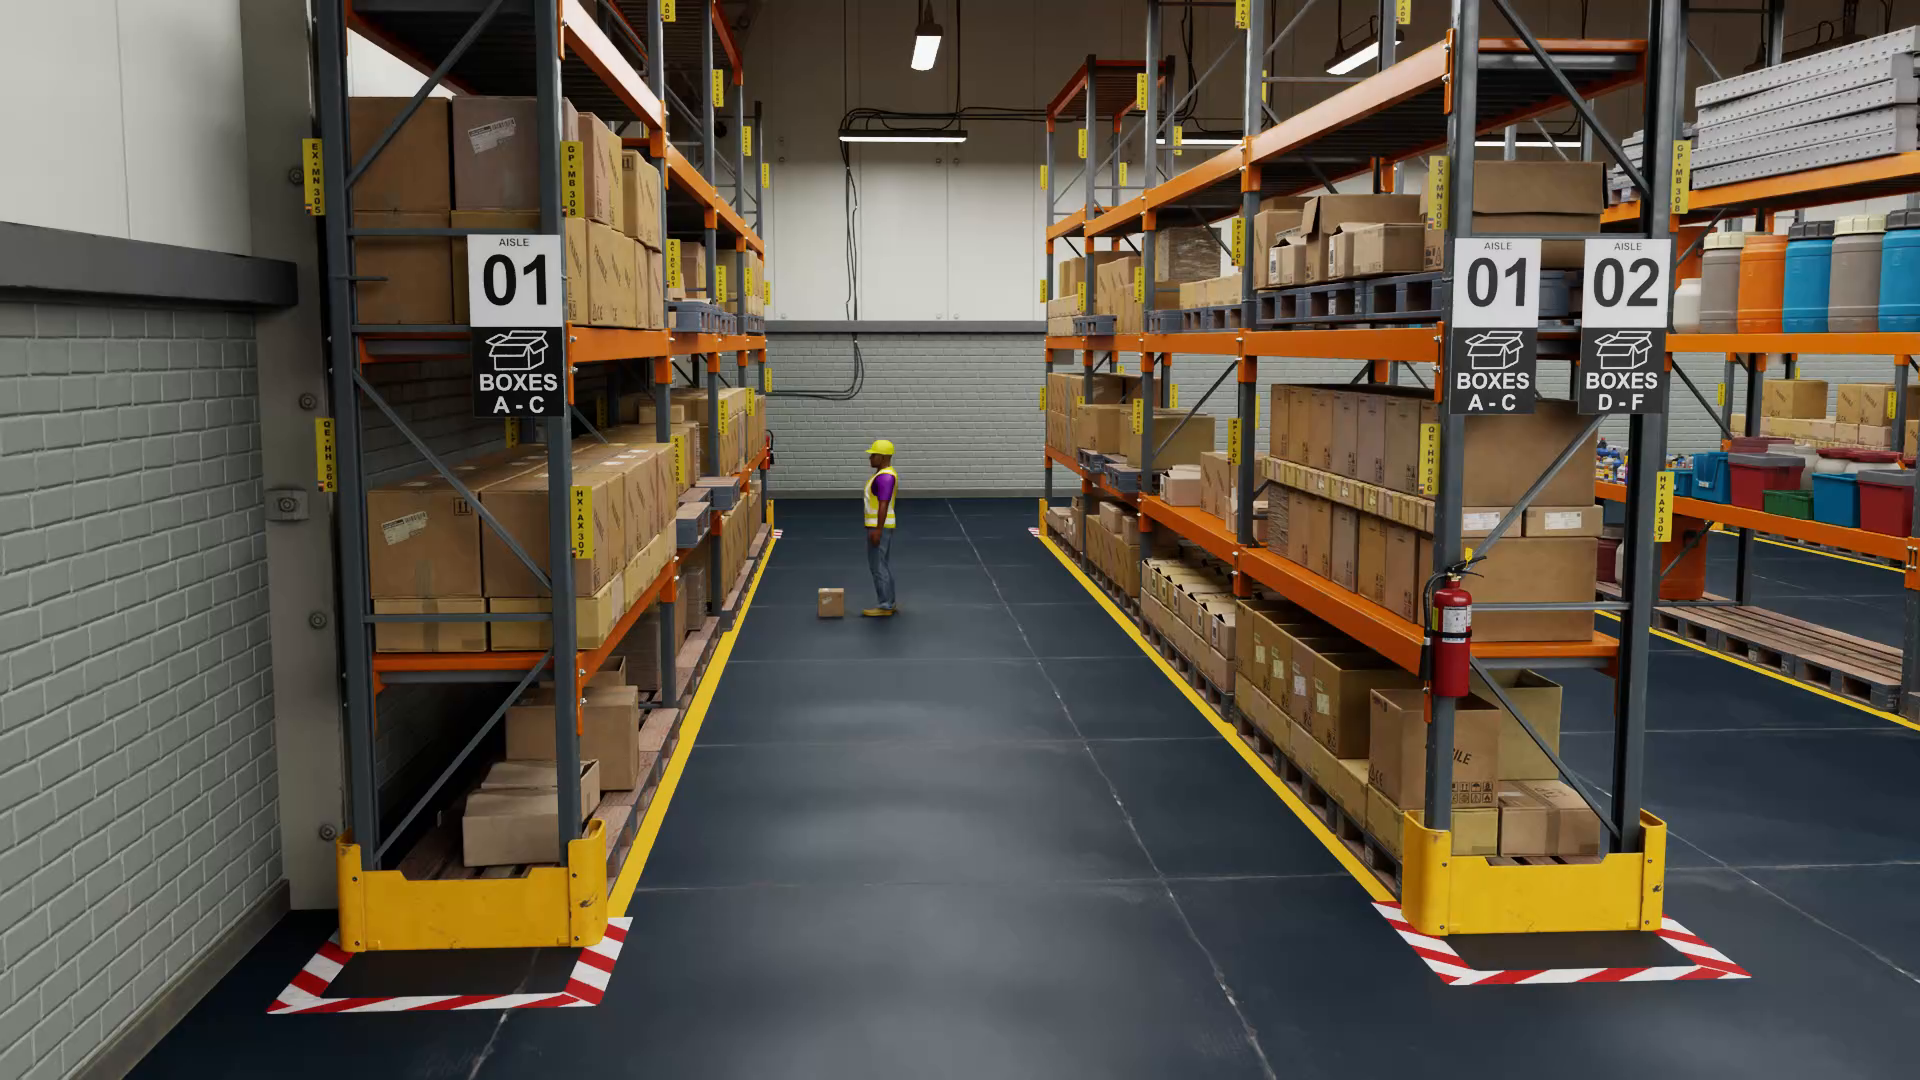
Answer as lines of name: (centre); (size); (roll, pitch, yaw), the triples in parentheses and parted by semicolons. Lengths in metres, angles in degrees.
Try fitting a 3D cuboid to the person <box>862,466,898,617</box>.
person: (8.229, -0.345, 12.642); (18.071, 3.229, 9.187); (0, 7, -2)
